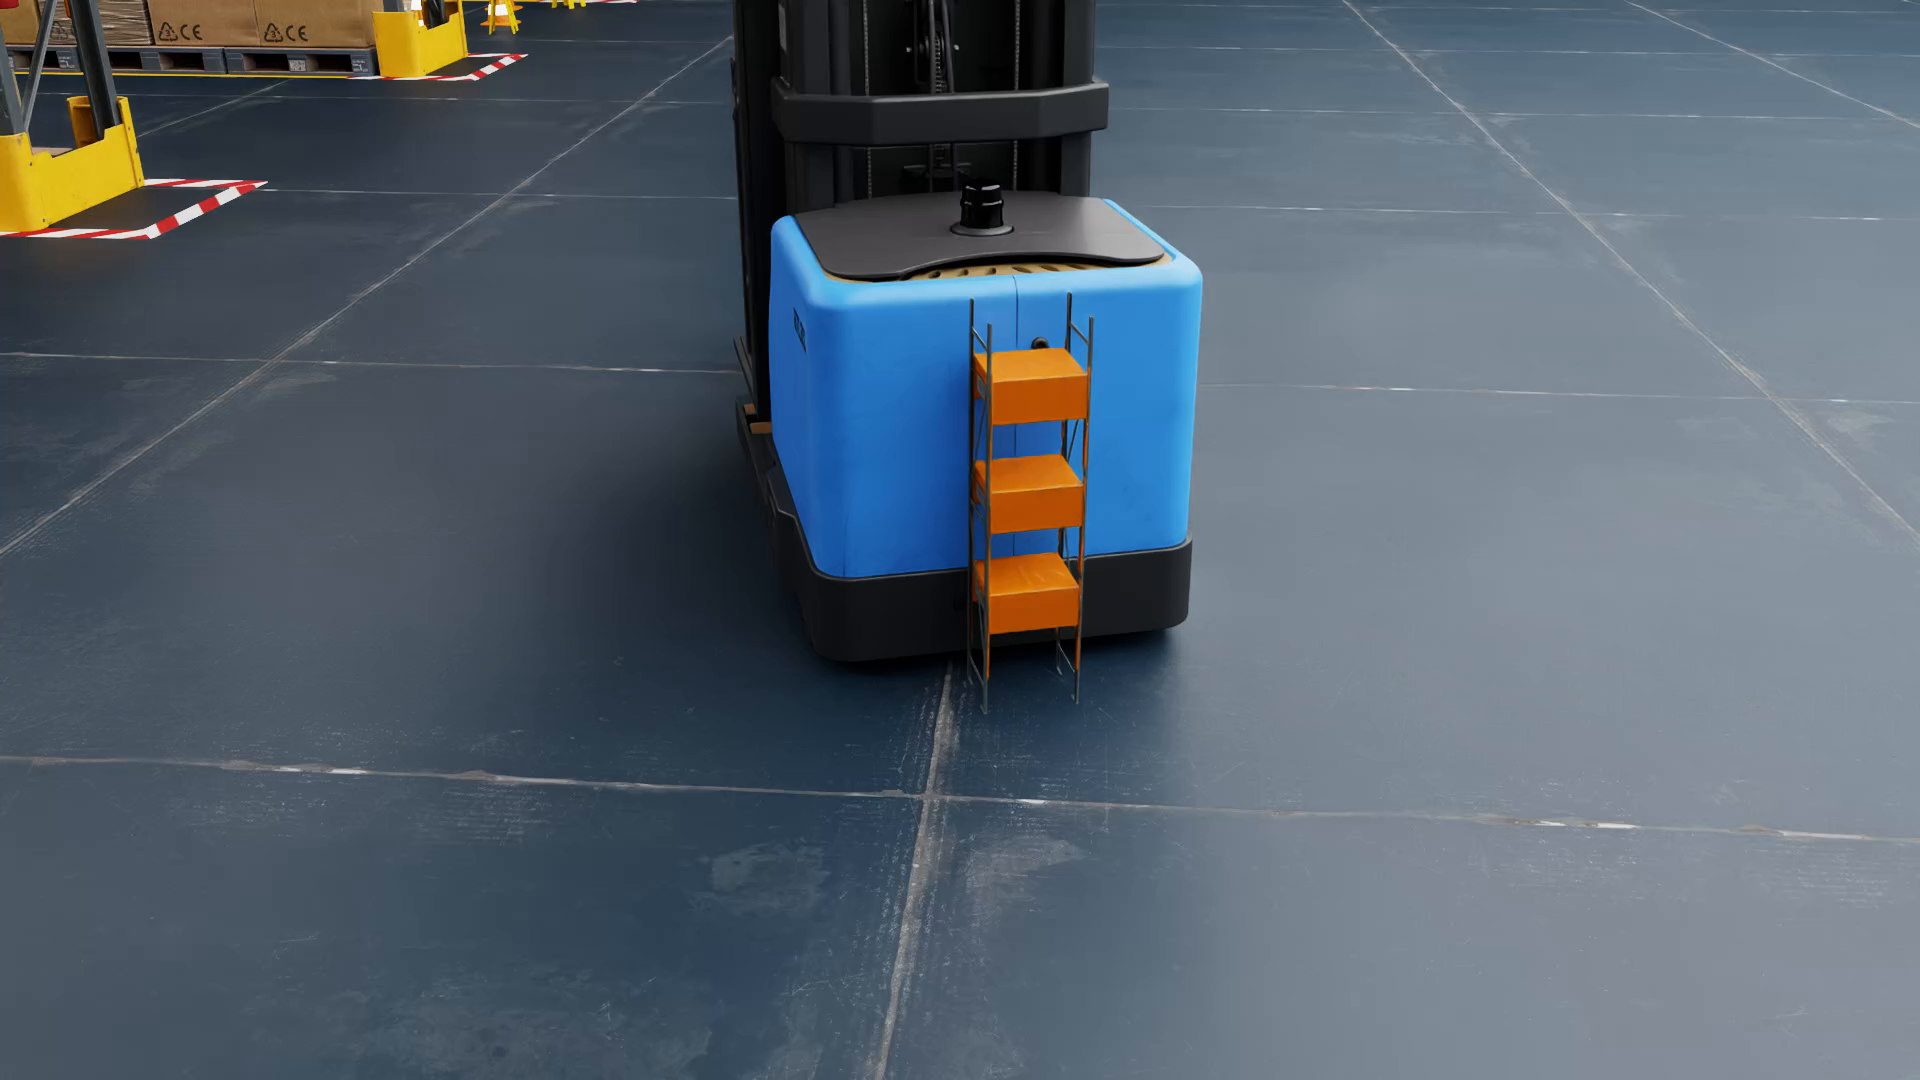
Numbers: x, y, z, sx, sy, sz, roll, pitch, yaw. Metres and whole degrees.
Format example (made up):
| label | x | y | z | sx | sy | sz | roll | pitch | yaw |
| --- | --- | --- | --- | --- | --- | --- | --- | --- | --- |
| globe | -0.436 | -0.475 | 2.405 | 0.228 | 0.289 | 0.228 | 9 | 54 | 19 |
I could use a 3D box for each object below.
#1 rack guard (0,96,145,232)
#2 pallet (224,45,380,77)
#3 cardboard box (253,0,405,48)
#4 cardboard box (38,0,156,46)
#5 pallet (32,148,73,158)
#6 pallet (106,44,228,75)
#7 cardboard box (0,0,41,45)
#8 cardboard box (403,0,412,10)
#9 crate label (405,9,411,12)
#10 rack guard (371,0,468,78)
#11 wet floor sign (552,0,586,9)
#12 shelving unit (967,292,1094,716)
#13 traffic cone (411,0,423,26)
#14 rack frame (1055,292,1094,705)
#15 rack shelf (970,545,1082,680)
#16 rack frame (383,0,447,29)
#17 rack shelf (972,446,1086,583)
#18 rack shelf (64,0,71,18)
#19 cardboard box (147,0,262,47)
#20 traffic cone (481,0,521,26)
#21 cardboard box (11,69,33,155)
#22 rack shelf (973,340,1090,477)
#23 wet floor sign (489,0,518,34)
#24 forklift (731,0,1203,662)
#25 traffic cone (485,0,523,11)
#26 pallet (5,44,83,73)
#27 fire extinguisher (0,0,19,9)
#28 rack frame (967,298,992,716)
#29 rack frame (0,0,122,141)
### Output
| label | x | y | z | sx | sy | sz | roll | pitch | yaw |
| --- | --- | --- | --- | --- | --- | --- | --- | --- | --- |
| rack guard | -5.013 | -2.101 | 9.218 | 0.348 | 0.500 | 1.175 | 2 | 25 | 4 |
| pallet | -5.260 | -4.024 | 13.743 | 1.213 | 0.211 | 1.003 | 2 | 25 | 4 |
| cardboard box | -5.138 | -4.518 | 13.519 | 0.875 | 0.875 | 0.875 | 2 | 25 | 4 |
| cardboard box | -6.925 | -4.575 | 13.644 | 0.875 | 0.875 | 0.875 | 2 | 25 | 4 |
| pallet | -5.821 | -2.010 | 9.366 | 1.213 | 0.211 | 1.003 | 2 | 25 | 4 |
| pallet | -6.474 | -4.064 | 13.830 | 1.213 | 0.211 | 1.003 | 2 | 25 | 4 |
| cardboard box | -7.824 | -4.602 | 13.703 | 0.875 | 0.875 | 0.875 | 2 | 25 | 5 |
| cardboard box | -5.640 | -5.269 | 16.523 | 0.250 | 0.149 | 0.380 | 16 | 29 | 31 |
| crate label | -5.241 | -5.066 | 16.095 | 0.298 | 0.136 | 0.250 | -11 | 27 | -23 |
| rack guard | -4.433 | -4.162 | 13.696 | 0.348 | 0.500 | 1.175 | 2 | 25 | 4 |
| wet floor sign | -4.072 | -5.843 | 17.176 | 0.232 | 0.644 | 0.267 | 11 | 27 | 22 |
| shelving unit | 0.165 | -0.075 | 4.153 | 0.252 | 1.050 | 0.215 | -5 | 26 | -12 |
| traffic cone | -4.878 | -4.754 | 15.029 | 0.334 | 0.463 | 0.336 | 2 | 25 | 4 |
| rack frame | 0.284 | -0.087 | 4.177 | 0.008 | 1.050 | 0.200 | -5 | 26 | -12 |
| rack shelf | 0.164 | 0.184 | 4.278 | 0.240 | 0.259 | 0.215 | -5 | 26 | -12 |
| rack frame | -4.457 | -5.298 | 13.175 | 0.127 | 3.000 | 1.000 | 2 | 25 | 4 |
| rack shelf | 0.165 | -0.066 | 4.157 | 0.240 | 0.259 | 0.215 | -5 | 26 | -12 |
| rack shelf | -6.932 | -2.971 | 8.979 | 4.000 | 0.370 | 1.077 | 2 | 25 | 4 |
| cardboard box | -6.016 | -4.545 | 13.578 | 0.875 | 0.875 | 0.875 | 1 | 25 | 3 |
| traffic cone | -4.453 | -5.214 | 16.029 | 0.334 | 0.463 | 0.336 | 2 | 25 | 4 |
| cardboard box | -5.559 | -2.316 | 9.183 | 0.500 | 0.500 | 0.500 | 6 | 25 | 14 |
| rack shelf | 0.166 | -0.321 | 4.034 | 0.240 | 0.259 | 0.215 | -5 | 26 | -12 |
| wet floor sign | -4.277 | -5.053 | 15.459 | 0.232 | 0.644 | 0.267 | -2 | 25 | -5 |
| forklift | -0.186 | -1.601 | 5.223 | 1.130 | 2.935 | 3.031 | -5 | 25 | -11 |
| traffic cone | -4.707 | -5.688 | 17.058 | 0.334 | 0.463 | 0.336 | 2 | 25 | 4 |
| pallet | -7.693 | -4.102 | 13.913 | 1.213 | 0.211 | 1.003 | 2 | 25 | 4 |
| fire extinguisher | -4.859 | -3.003 | 8.281 | 0.183 | 0.674 | 0.296 | 2 | 25 | 4 |
| rack frame | 0.046 | -0.064 | 4.128 | 0.008 | 1.050 | 0.200 | -5 | 26 | -12 |
| rack frame | -4.938 | -3.234 | 8.690 | 0.127 | 3.000 | 1.000 | 2 | 25 | 4 |
